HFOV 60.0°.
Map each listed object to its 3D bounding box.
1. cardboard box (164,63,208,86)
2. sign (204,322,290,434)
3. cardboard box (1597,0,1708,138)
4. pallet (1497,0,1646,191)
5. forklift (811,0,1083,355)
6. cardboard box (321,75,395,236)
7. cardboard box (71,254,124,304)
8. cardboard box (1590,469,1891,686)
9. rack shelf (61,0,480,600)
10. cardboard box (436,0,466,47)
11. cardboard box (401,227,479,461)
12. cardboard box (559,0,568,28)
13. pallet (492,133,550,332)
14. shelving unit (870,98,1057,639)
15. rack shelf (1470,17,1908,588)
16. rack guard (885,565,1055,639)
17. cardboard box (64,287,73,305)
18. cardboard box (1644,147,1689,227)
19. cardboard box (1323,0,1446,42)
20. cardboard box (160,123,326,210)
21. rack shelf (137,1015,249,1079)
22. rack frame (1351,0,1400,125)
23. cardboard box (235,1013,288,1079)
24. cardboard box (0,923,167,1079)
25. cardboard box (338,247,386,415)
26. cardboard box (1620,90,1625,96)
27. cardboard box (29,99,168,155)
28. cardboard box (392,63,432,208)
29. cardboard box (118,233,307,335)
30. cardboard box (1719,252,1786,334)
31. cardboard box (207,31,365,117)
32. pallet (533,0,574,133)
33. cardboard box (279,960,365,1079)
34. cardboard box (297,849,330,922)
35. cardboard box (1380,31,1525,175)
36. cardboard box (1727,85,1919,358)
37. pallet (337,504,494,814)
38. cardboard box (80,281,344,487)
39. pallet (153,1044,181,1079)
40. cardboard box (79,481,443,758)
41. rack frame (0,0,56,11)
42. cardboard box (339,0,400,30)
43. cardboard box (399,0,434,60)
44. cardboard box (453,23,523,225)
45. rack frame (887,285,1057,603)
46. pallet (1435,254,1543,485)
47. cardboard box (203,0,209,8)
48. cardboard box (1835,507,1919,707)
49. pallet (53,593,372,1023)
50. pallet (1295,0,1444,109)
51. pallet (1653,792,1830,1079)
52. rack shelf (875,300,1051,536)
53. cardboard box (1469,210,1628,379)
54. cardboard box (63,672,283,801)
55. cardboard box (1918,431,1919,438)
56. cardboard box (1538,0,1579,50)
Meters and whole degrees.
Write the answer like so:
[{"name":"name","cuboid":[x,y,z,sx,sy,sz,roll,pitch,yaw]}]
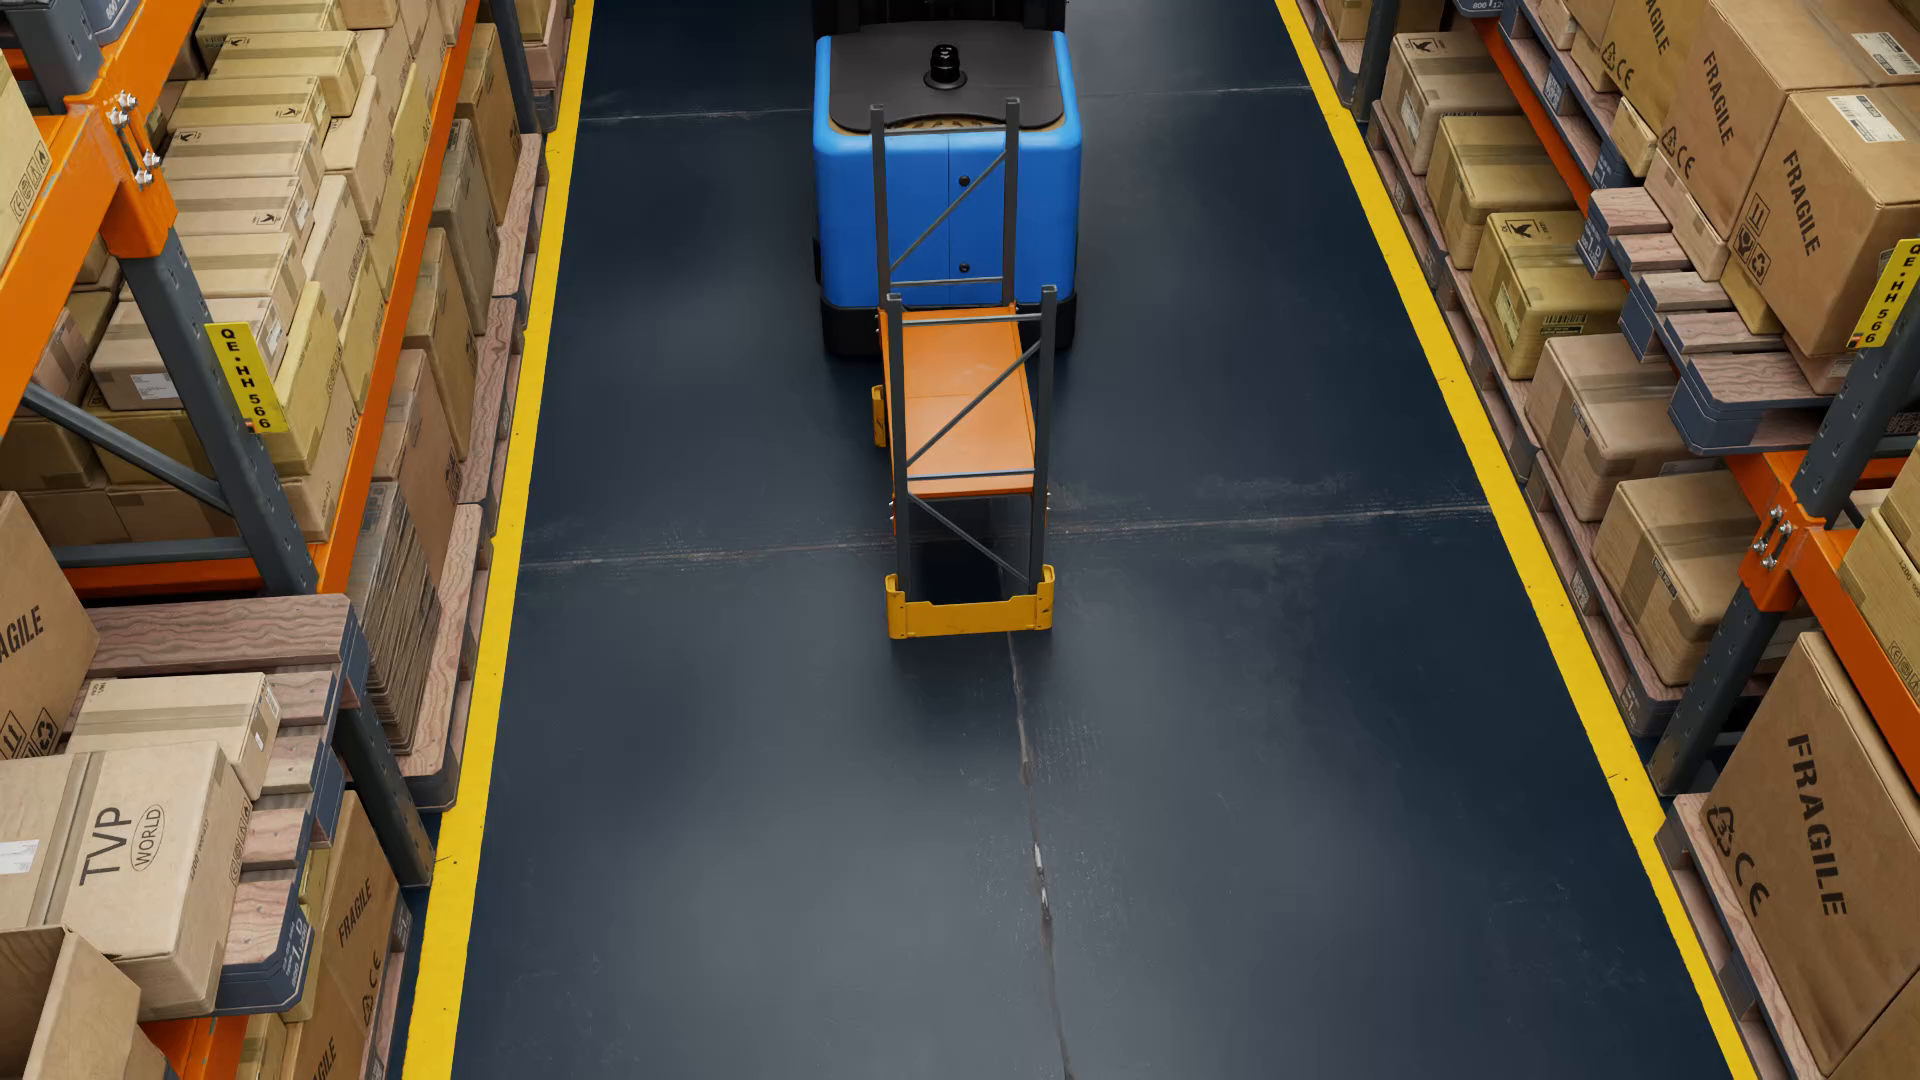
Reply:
[{"name":"cardboard box","cuboid":[-2.596,-1.480,5.345,0.500,0.250,0.500,-4,47,-4]},{"name":"sign","cuboid":[-1.623,-0.365,3.787,0.100,0.325,0.005,-3,47,-3]},{"name":"cardboard box","cuboid":[2.370,-1.591,5.128,0.500,0.500,0.500,-6,47,-6]},{"name":"pallet","cuboid":[2.576,-1.623,5.853,1.003,0.211,1.213,-3,47,-3]},{"name":"forklift","cuboid":[-0.102,-2.834,6.915,1.130,2.935,3.031,-2,47,-2]},{"name":"cardboard box","cuboid":[-2.024,-1.153,5.035,0.500,0.250,0.500,-5,47,-4]},{"name":"cardboard box","cuboid":[-2.523,-0.753,4.656,0.500,0.250,0.500,-3,47,-3]},{"name":"cardboard box","cuboid":[2.745,0.091,5.619,0.950,0.372,0.625,-6,47,-6]},{"name":"rack shelf","cuboid":[-2.331,-1.154,5.773,1.077,0.370,4.000,-3,47,-3]},{"name":"cardboard box","cuboid":[-2.148,-2.085,6.262,0.500,0.250,0.500,-4,47,-4]},{"name":"cardboard box","cuboid":[-2.321,-0.694,6.188,0.875,0.625,0.625,-5,47,-5]},{"name":"cardboard box","cuboid":[-2.267,-2.784,8.426,0.500,0.250,0.500,-4,47,-4]},{"name":"pallet","cuboid":[-2.398,-1.359,7.392,1.003,0.211,1.213,-3,47,-3]},{"name":"shelving unit","cuboid":[-0.006,-0.571,5.758,0.587,1.500,1.083,-3,47,-3]},{"name":"rack shelf","cuboid":[2.615,-1.459,6.061,1.077,0.370,4.000,-3,47,-3]},{"name":"rack guard","cuboid":[0.035,0.219,5.870,0.587,0.250,0.087,-3,47,-3]},{"name":"cardboard box","cuboid":[-2.526,-0.618,4.254,0.380,0.149,0.250,-2,47,-2]},{"name":"cardboard box","cuboid":[2.347,-1.092,5.102,0.380,0.149,0.250,-5,47,-5]},{"name":"cardboard box","cuboid":[2.130,-2.764,8.406,0.500,0.250,0.500,-2,47,-1]},{"name":"cardboard box","cuboid":[-2.002,-1.026,4.641,0.380,0.149,0.250,-3,47,-3]},{"name":"rack shelf","cuboid":[-1.996,1.740,3.032,1.077,0.370,4.000,-3,47,-3]},{"name":"rack frame","cuboid":[2.448,-3.153,7.170,1.000,3.000,0.127,-3,47,-3]},{"name":"cardboard box","cuboid":[-1.838,1.268,3.969,0.380,0.149,0.250,-5,47,-5]},{"name":"cardboard box","cuboid":[-1.843,1.035,2.843,0.797,0.503,0.637,-4,47,-4]},{"name":"cardboard box","cuboid":[-1.994,-0.603,4.859,0.500,0.250,0.500,-4,47,-4]},{"name":"cardboard box","cuboid":[2.415,-1.480,5.469,0.380,0.149,0.250,-3,47,-3]},{"name":"cardboard box","cuboid":[-2.521,-1.176,4.782,0.380,0.149,0.250,-4,47,-4]},{"name":"cardboard box","cuboid":[-2.086,-1.351,5.567,0.500,0.250,0.500,-2,47,-2]},{"name":"cardboard box","cuboid":[-1.920,-0.654,4.288,0.380,0.149,0.250,-3,47,-2]},{"name":"cardboard box","cuboid":[2.426,-0.730,4.759,0.380,0.149,0.250,-3,47,-3]},{"name":"cardboard box","cuboid":[-2.015,-1.394,4.989,0.380,0.149,0.250,-3,47,-2]},{"name":"pallet","cuboid":[-2.523,-2.468,8.442,1.003,0.211,1.213,-3,47,-3]},{"name":"cardboard box","cuboid":[-1.882,1.416,4.275,0.500,0.500,0.500,-4,47,-4]},{"name":"cardboard box","cuboid":[-1.870,0.879,4.337,0.380,0.149,0.250,-6,47,-5]},{"name":"cardboard box","cuboid":[2.494,-2.015,7.613,0.950,0.372,0.625,-3,47,-3]},{"name":"cardboard box","cuboid":[2.467,-0.852,4.428,0.500,0.500,0.500,-5,47,-4]},{"name":"pallet","cuboid":[-2.193,0.406,5.720,1.003,0.211,1.213,-3,47,-3]},{"name":"cardboard box","cuboid":[-1.932,-0.413,4.334,0.500,0.250,0.500,-4,47,-3]},{"name":"pallet","cuboid":[-1.996,1.518,2.879,1.003,0.211,1.213,-3,47,-3]},{"name":"cardboard box","cuboid":[-2.202,0.265,5.279,0.875,0.625,0.625,-2,47,-2]},{"name":"rack frame","cuboid":[-2.163,-2.018,1.963,1.000,3.000,0.127,-3,47,-3]},{"name":"cardboard box","cuboid":[-2.013,-1.763,5.338,0.380,0.149,0.250,-5,47,-4]},{"name":"cardboard box","cuboid":[-2.115,-1.887,5.731,0.500,0.250,0.500,-3,47,-3]},{"name":"cardboard box","cuboid":[-2.443,-1.800,7.235,0.875,0.625,0.625,-2,47,-2]},{"name":"rack frame","cuboid":[0.035,-0.210,5.416,0.500,1.500,0.032,-3,47,-3]},{"name":"pallet","cuboid":[2.620,-0.746,6.811,1.003,0.211,1.213,-3,47,-3]},{"name":"cardboard box","cuboid":[-2.601,-1.733,5.310,0.380,0.149,0.250,-3,47,-3]},{"name":"cardboard box","cuboid":[2.573,0.162,4.134,0.500,0.250,0.500,-4,47,-4]},{"name":"pallet","cuboid":[-2.037,0.597,3.750,1.213,0.211,1.003,-3,47,-3]},{"name":"pallet","cuboid":[2.356,-2.678,8.641,1.003,0.211,1.213,-3,47,-3]},{"name":"pallet","cuboid":[2.773,1.275,4.897,1.003,0.211,1.213,-3,47,-3]},{"name":"rack shelf","cuboid":[-0.007,-0.454,5.895,0.538,0.185,1.000,-3,47,-3]},{"name":"cardboard box","cuboid":[2.618,-0.992,6.644,0.950,0.372,0.625,-2,47,-2]},{"name":"cardboard box","cuboid":[-1.726,0.439,3.652,0.380,0.149,0.250,-3,47,-3]},{"name":"cardboard box","cuboid":[2.580,-0.266,3.678,0.500,0.500,0.500,-5,47,-5]},{"name":"cardboard box","cuboid":[2.260,-1.847,5.818,0.380,0.149,0.250,-2,47,-2]}]
